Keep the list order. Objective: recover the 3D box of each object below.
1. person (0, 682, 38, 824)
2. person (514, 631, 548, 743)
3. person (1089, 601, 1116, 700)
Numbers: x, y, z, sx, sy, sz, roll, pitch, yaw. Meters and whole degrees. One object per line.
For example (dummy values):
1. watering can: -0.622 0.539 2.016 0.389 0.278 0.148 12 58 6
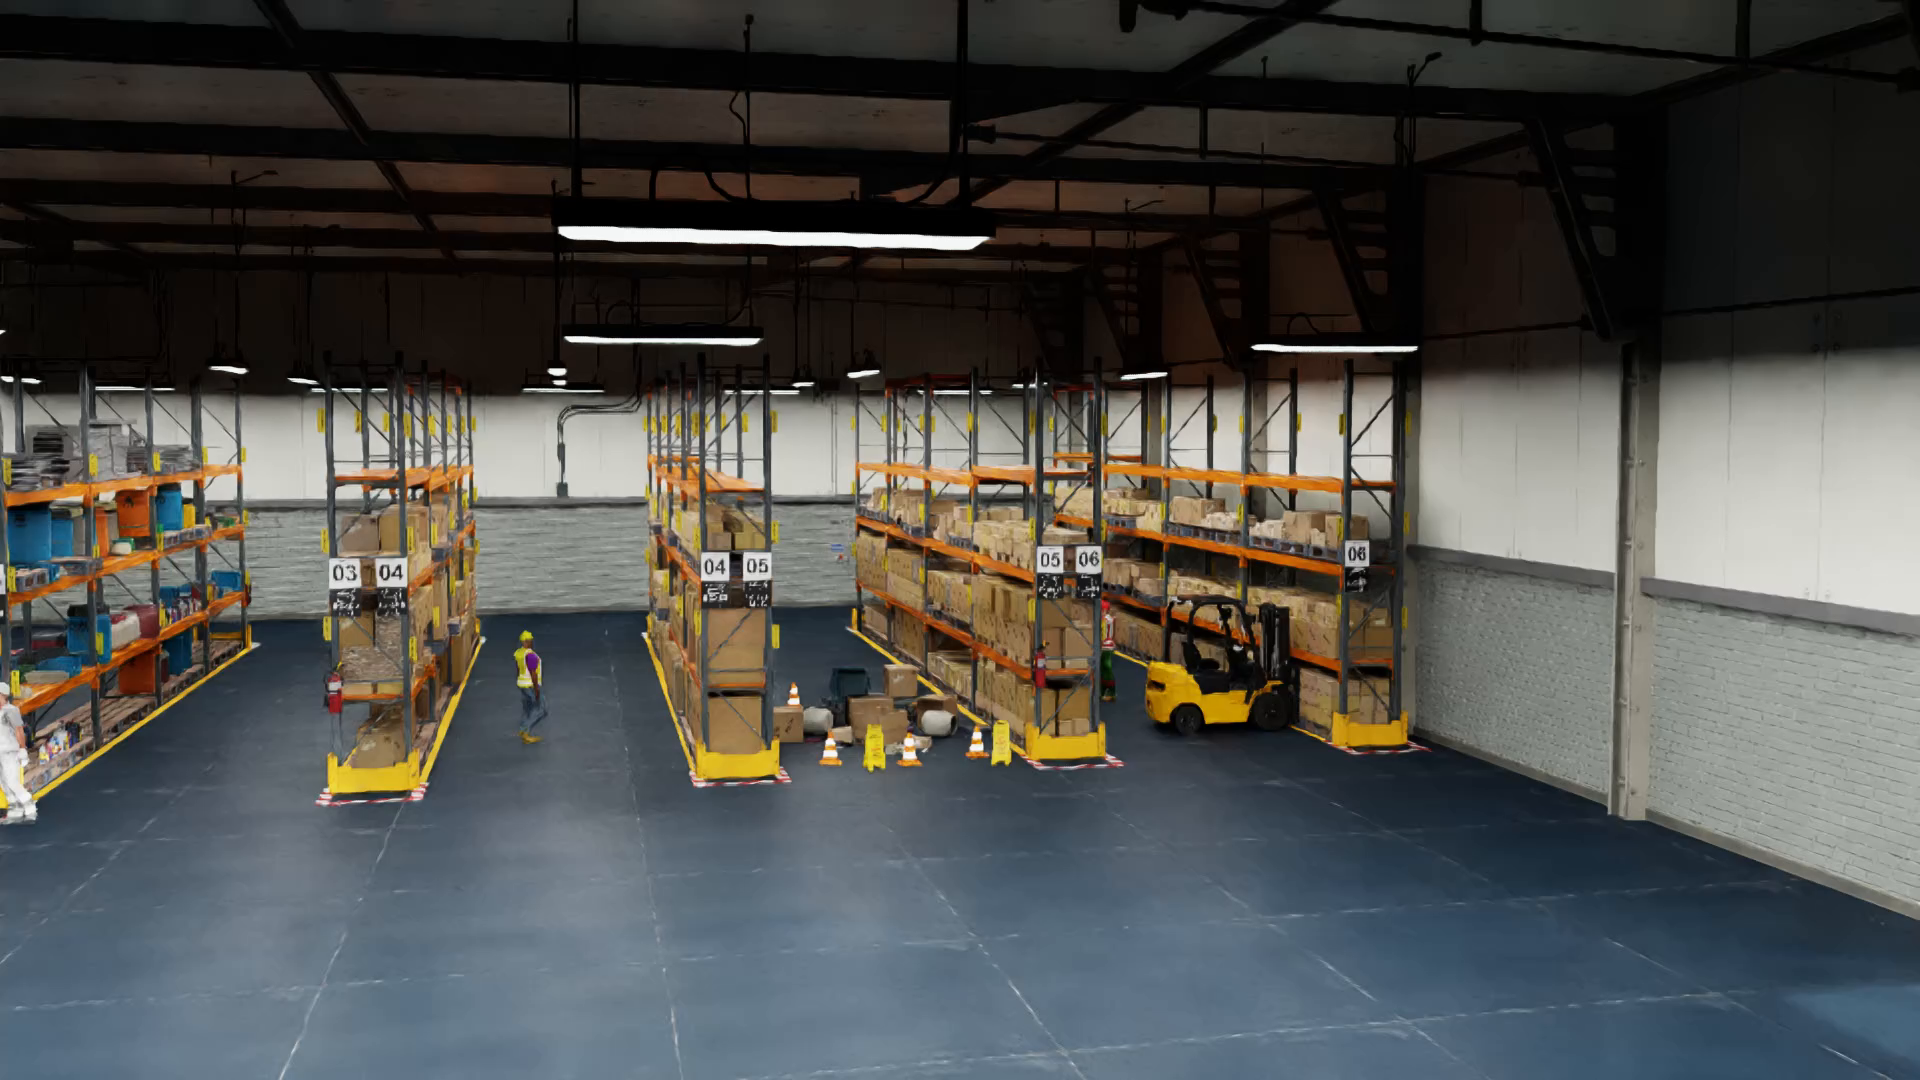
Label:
1. person: -11.923 2.665 20.862 0.608 1.778 0.440 3 5 33
2. person: -6.767 2.308 26.106 0.456 1.753 0.610 -3 5 -41
3. person: 2.591 1.992 30.248 0.569 1.786 0.653 1 4 17
